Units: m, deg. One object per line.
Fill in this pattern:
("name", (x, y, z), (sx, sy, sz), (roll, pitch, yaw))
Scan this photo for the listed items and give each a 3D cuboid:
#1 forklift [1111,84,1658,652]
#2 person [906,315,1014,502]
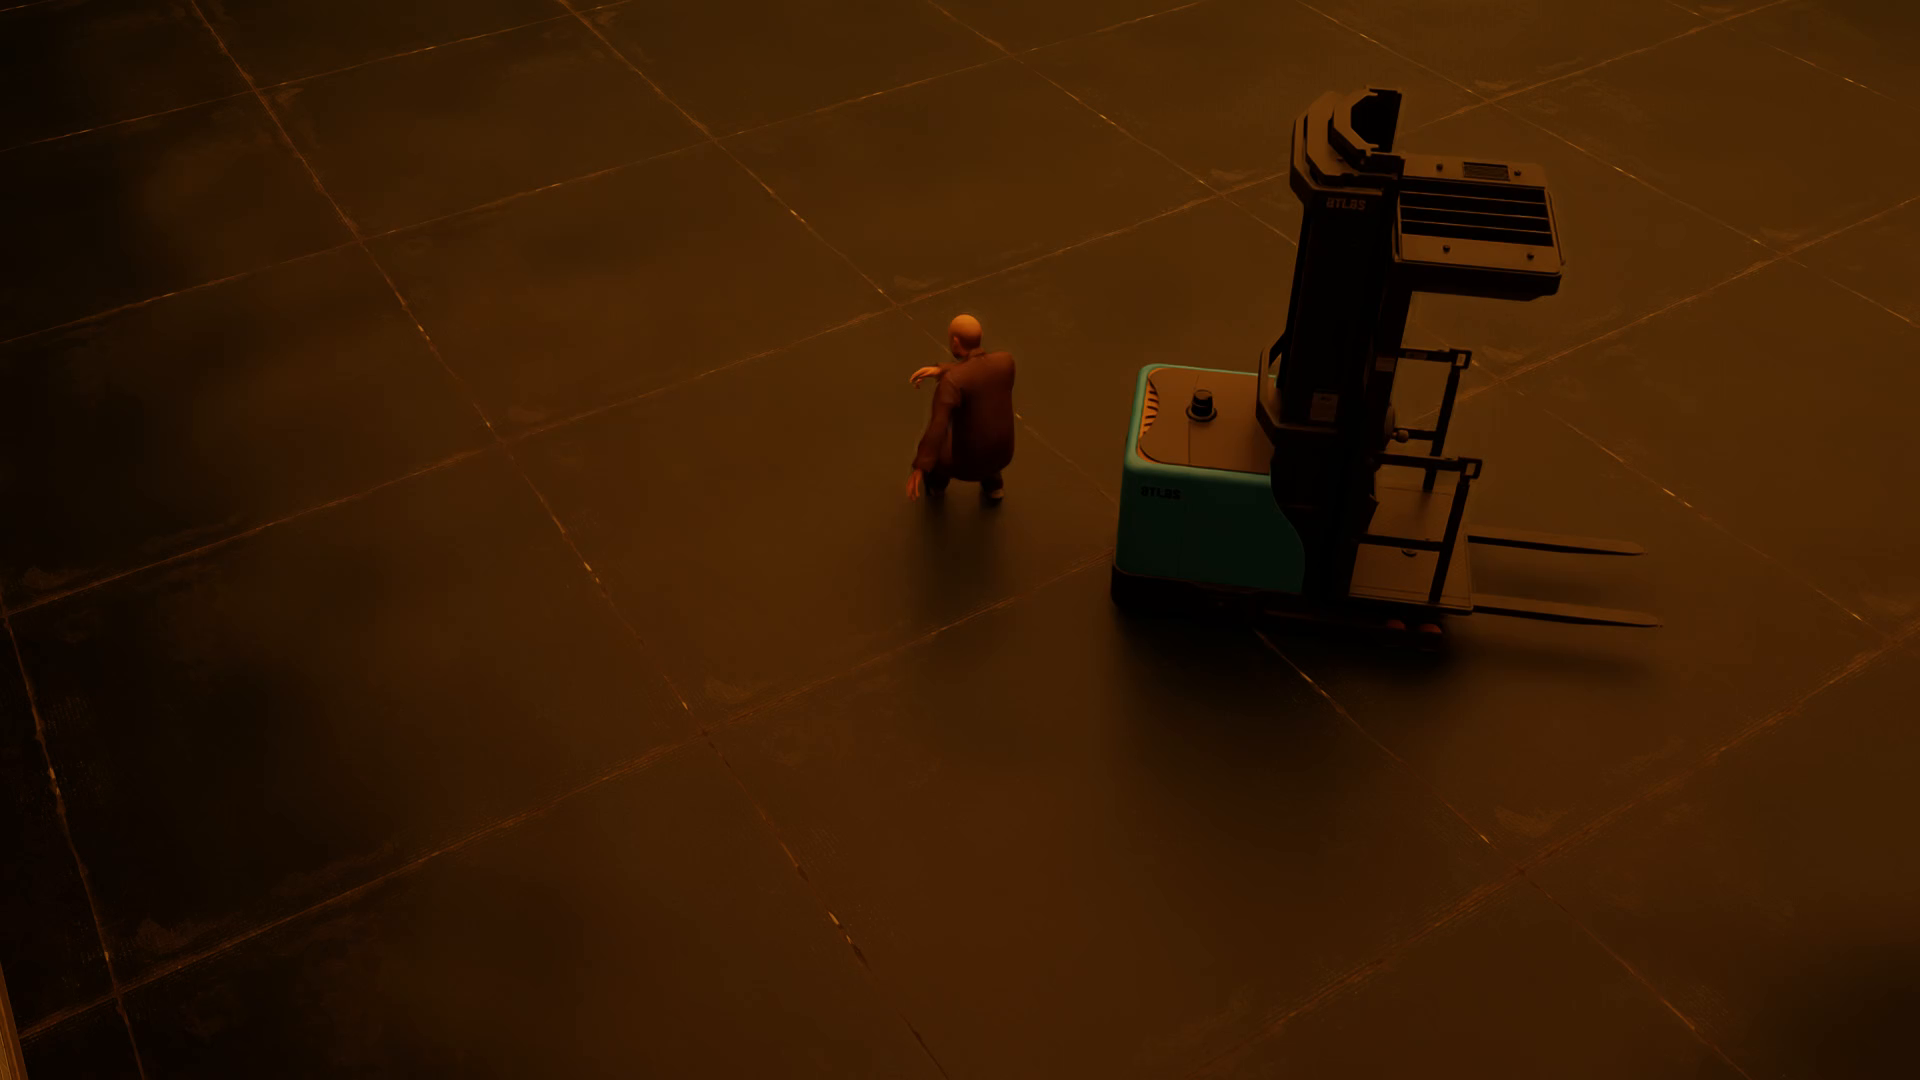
("forklift", (2.439, -0.852, 8.846), (3.031, 2.935, 1.130), (7, 42, 7))
("person", (-0.129, -0.649, 9.783), (1.111, 1.504, 1.004), (-27, 48, -28))
